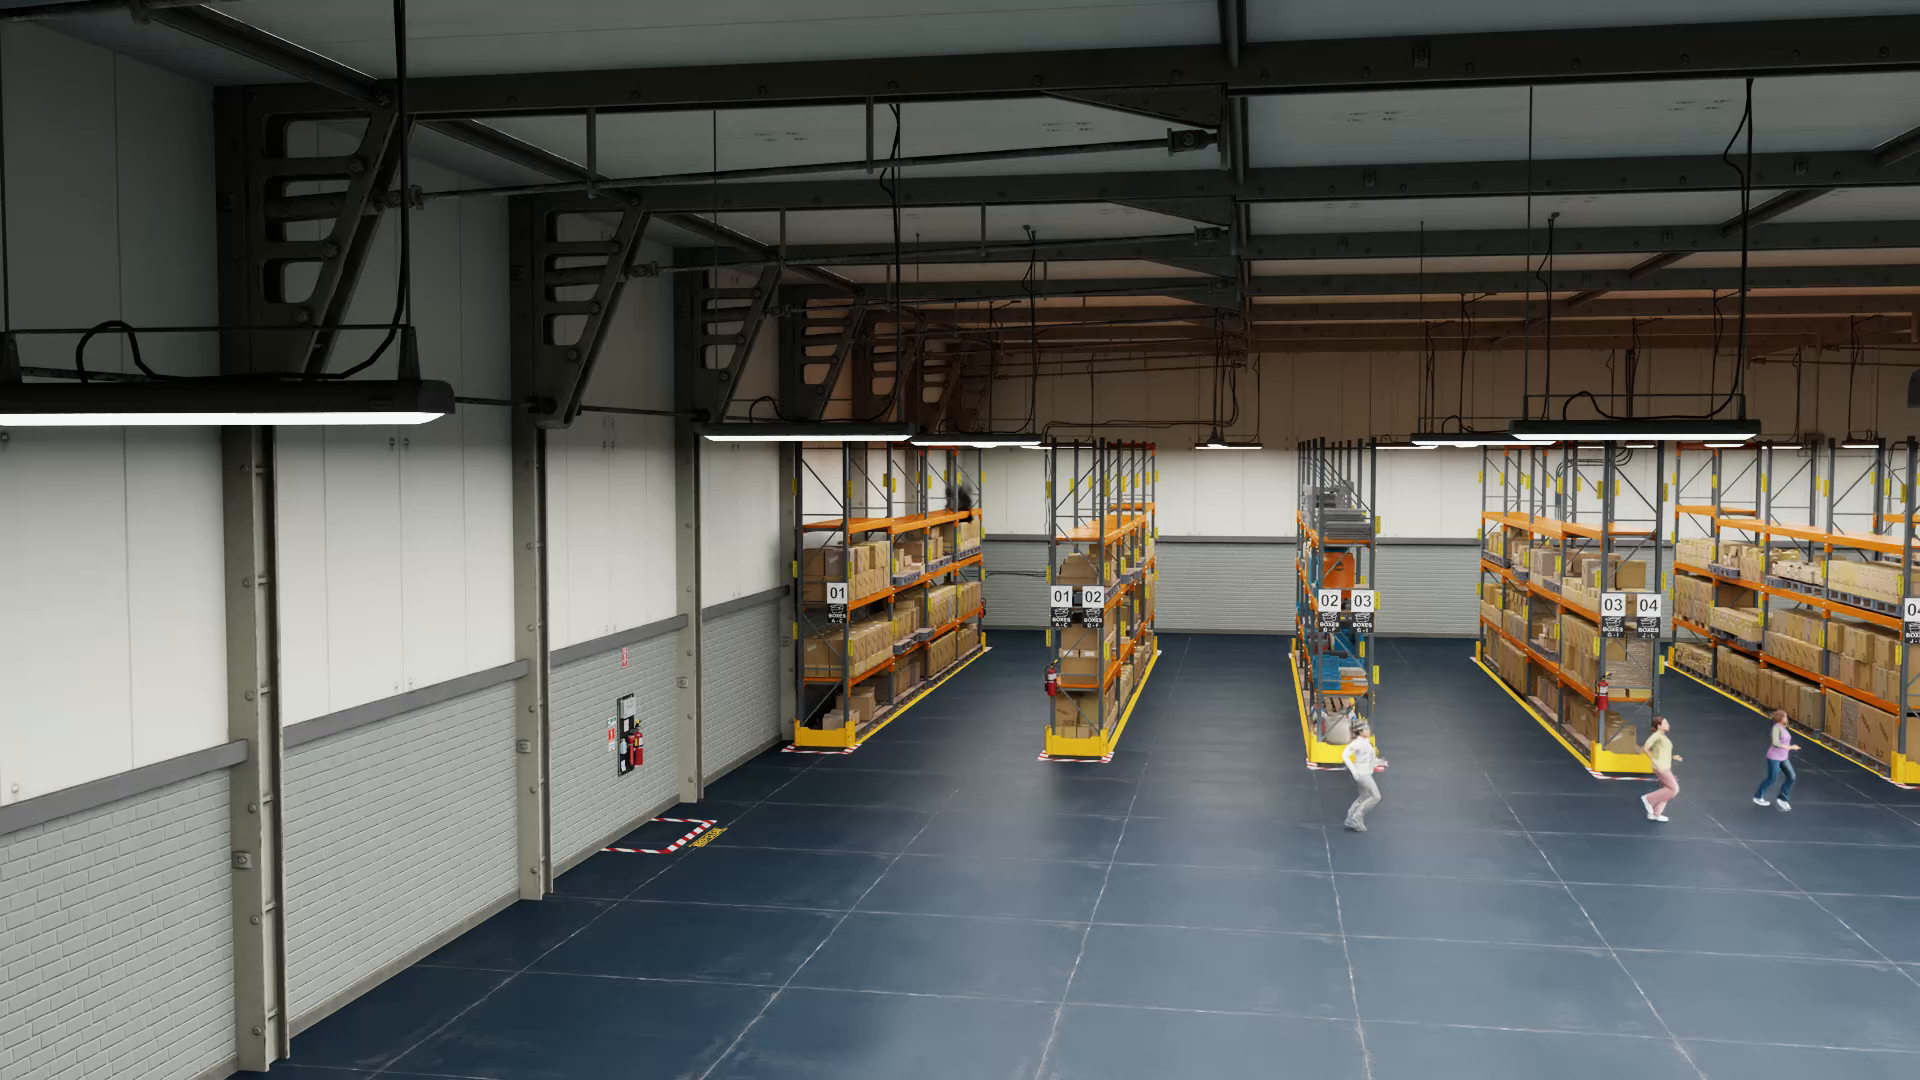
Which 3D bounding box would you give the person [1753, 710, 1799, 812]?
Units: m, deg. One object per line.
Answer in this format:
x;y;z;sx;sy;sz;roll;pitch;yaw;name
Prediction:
13.061;3.523;26.541;0.556;1.646;0.705;-3;4;-42;person

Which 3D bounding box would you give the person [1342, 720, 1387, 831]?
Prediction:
6.110;3.545;25.071;0.644;1.670;0.593;2;3;30;person

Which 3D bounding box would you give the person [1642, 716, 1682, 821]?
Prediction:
10.892;3.542;25.780;0.540;1.627;0.575;2;4;36;person
